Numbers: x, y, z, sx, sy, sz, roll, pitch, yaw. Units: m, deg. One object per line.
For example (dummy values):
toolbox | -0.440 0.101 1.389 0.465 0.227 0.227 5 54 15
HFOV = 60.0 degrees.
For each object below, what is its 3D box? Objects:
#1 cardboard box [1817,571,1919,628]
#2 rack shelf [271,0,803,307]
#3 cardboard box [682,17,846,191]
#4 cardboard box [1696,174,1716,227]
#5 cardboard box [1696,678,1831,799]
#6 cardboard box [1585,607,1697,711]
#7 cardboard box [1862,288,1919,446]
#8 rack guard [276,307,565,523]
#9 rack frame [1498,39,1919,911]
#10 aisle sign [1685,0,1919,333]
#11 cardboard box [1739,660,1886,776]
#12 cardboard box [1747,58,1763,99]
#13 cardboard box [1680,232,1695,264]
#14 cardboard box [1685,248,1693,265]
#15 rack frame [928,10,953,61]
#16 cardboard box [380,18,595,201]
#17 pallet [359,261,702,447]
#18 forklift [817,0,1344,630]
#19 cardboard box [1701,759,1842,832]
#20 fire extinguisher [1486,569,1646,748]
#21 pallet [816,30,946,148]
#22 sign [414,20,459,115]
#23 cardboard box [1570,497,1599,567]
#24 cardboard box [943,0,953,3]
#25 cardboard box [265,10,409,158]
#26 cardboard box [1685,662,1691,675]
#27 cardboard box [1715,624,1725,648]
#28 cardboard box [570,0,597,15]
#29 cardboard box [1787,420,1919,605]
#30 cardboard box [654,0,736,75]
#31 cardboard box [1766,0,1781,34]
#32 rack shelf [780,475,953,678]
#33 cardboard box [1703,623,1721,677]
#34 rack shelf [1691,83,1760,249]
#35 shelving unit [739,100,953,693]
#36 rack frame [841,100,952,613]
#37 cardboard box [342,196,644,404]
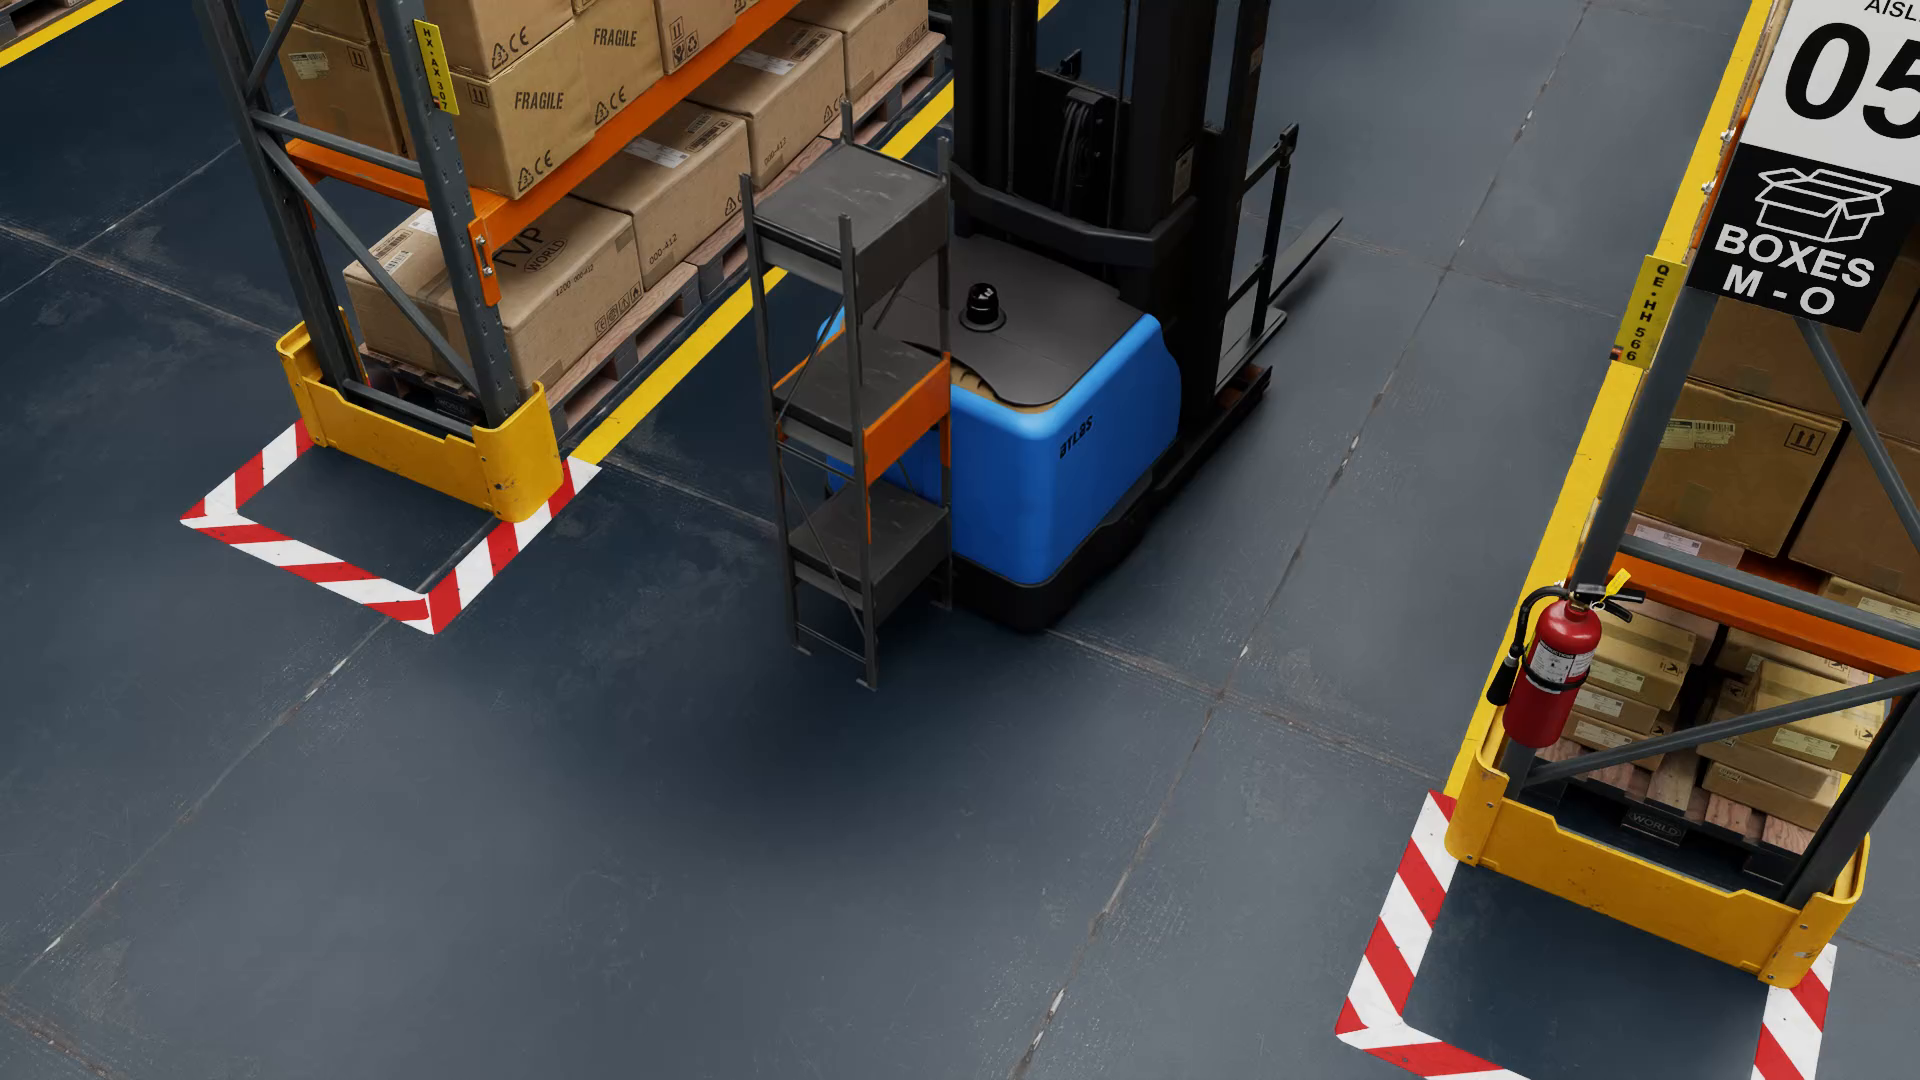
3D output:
cardboard box | 2.644 0.140 4.679 0.380 0.149 0.250 20 49 19
rack shelf | -1.300 -2.430 7.549 1.077 0.370 4.000 20 49 19
cardboard box | -1.173 -2.266 8.386 0.875 0.438 0.875 19 48 18
cardboard box | 2.895 -1.316 5.663 0.500 0.500 0.500 23 50 21
cardboard box | 2.674 0.652 5.496 0.380 0.149 0.250 22 49 21
cardboard box | 2.225 0.376 5.561 0.380 0.149 0.250 21 49 19
cardboard box | 2.647 -0.539 4.191 0.500 0.500 0.500 20 49 19
rack guard | -2.239 -0.529 6.922 1.175 0.500 0.348 20 49 19
rack frame | 2.203 0.148 4.495 1.000 3.000 0.127 20 49 19
aisle sign | 1.904 -0.819 3.623 0.394 0.787 0.004 20 49 19
cardboard box | 2.747 0.575 5.364 0.380 0.149 0.250 18 48 17
cardboard box | 2.431 -1.033 4.680 0.500 0.500 0.500 19 48 18
cardboard box | 3.483 -1.227 7.563 0.380 0.149 0.250 22 49 20
cardboard box | 2.428 -0.683 5.037 0.500 0.500 0.500 20 49 18
rack frame | -0.371 -3.943 8.538 1.000 3.000 0.127 20 49 19
cardboard box | -1.751 -1.666 6.217 0.500 0.500 0.500 20 49 19
pallet | -1.926 -0.972 7.563 1.003 0.211 1.213 20 49 19
forklift | 0.714 -1.705 6.374 1.130 2.935 3.031 26 51 24
cardboard box | 2.730 0.778 5.582 0.380 0.149 0.250 21 49 20
fire extinguisher | 1.678 0.312 4.649 0.296 0.674 0.183 20 49 19
pallet | -0.793 -2.510 9.082 1.003 0.211 1.213 20 49 19
sign | -1.739 -1.568 5.527 0.100 0.325 0.005 20 49 19
cardboard box | 2.400 0.031 5.901 0.380 0.149 0.250 19 48 18
cardboard box | -0.154 -3.761 9.556 0.875 0.875 0.875 22 49 20
cardboard box | -2.238 -1.850 6.399 0.500 0.500 0.500 21 49 19
cardboard box | 2.365 0.324 5.821 0.380 0.149 0.250 19 48 18
cardboard box | 2.886 0.315 5.830 0.380 0.149 0.250 21 49 20
cardboard box | -1.519 -2.346 6.186 0.500 0.500 0.500 19 48 18
cardboard box | 2.656 -0.184 4.543 0.500 0.500 0.500 23 50 21
cardboard box | -1.289 -2.308 6.852 0.500 0.500 0.500 20 49 19
cardboard box | 2.907 -1.698 5.337 0.500 0.500 0.500 19 48 18
rack shelf | -0.338 0.106 6.173 0.431 0.518 0.480 26 51 23
cardboard box | 2.888 0.427 5.928 0.380 0.149 0.250 21 49 19
rack shelf | 3.132 -1.914 4.929 1.077 0.370 4.000 20 49 19
shelving unit | -0.338 -0.396 5.665 0.431 2.100 0.503 26 51 23
rack frame | -0.200 -0.539 5.806 0.400 2.100 0.015 26 51 23
cardboard box | -2.010 -1.119 7.253 0.875 0.438 0.875 19 48 18
